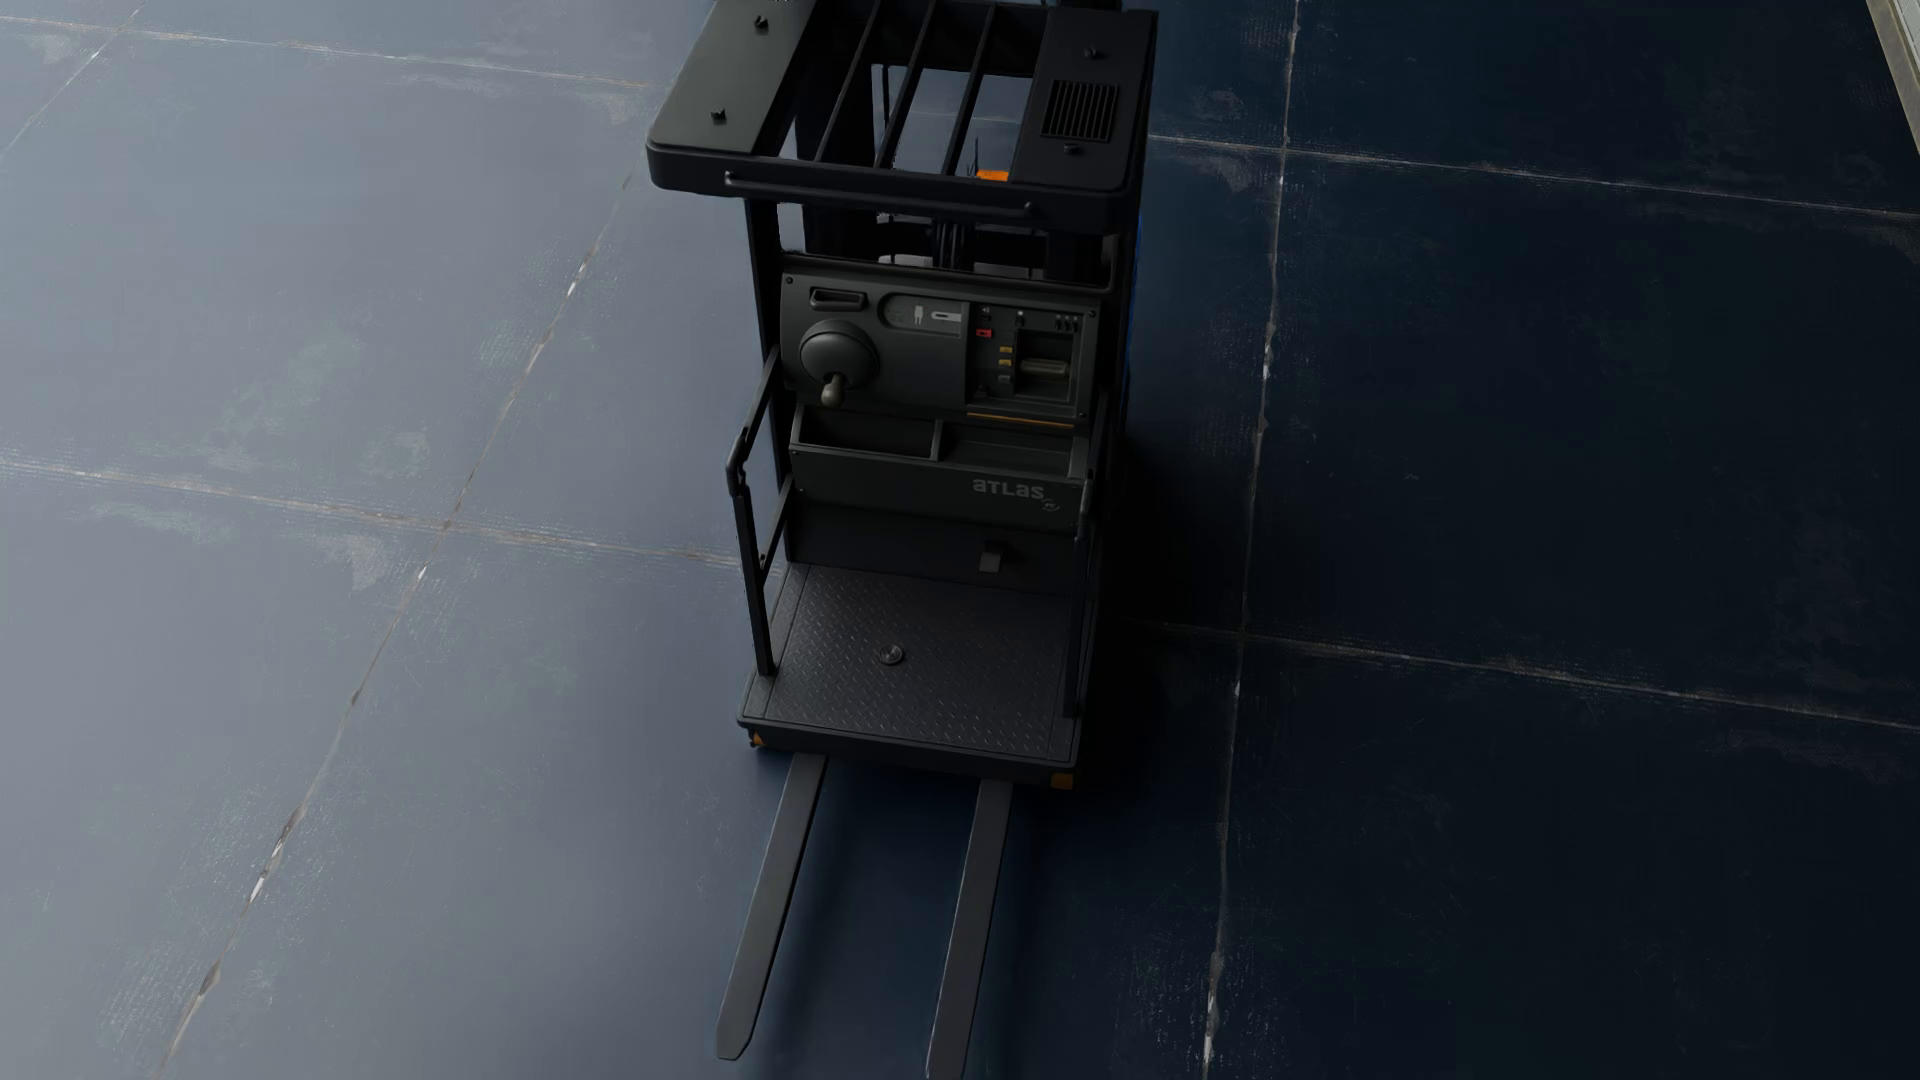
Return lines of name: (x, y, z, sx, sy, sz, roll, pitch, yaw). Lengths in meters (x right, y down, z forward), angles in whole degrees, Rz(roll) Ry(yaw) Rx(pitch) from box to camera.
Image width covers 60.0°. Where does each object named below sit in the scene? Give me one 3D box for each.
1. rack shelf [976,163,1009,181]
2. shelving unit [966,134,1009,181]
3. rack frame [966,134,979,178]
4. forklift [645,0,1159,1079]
rack shelf: (0.164, -1.246, 6.289, 0.240, 0.259, 0.215, 8, 45, 7)
shelving unit: (0.161, -1.053, 6.482, 0.252, 1.050, 0.215, 8, 45, 7)
rack frame: (0.041, -1.070, 6.498, 0.008, 1.050, 0.200, 8, 45, 7)
forklift: (-0.098, -0.452, 4.685, 1.130, 2.935, 3.031, 7, 48, 6)
